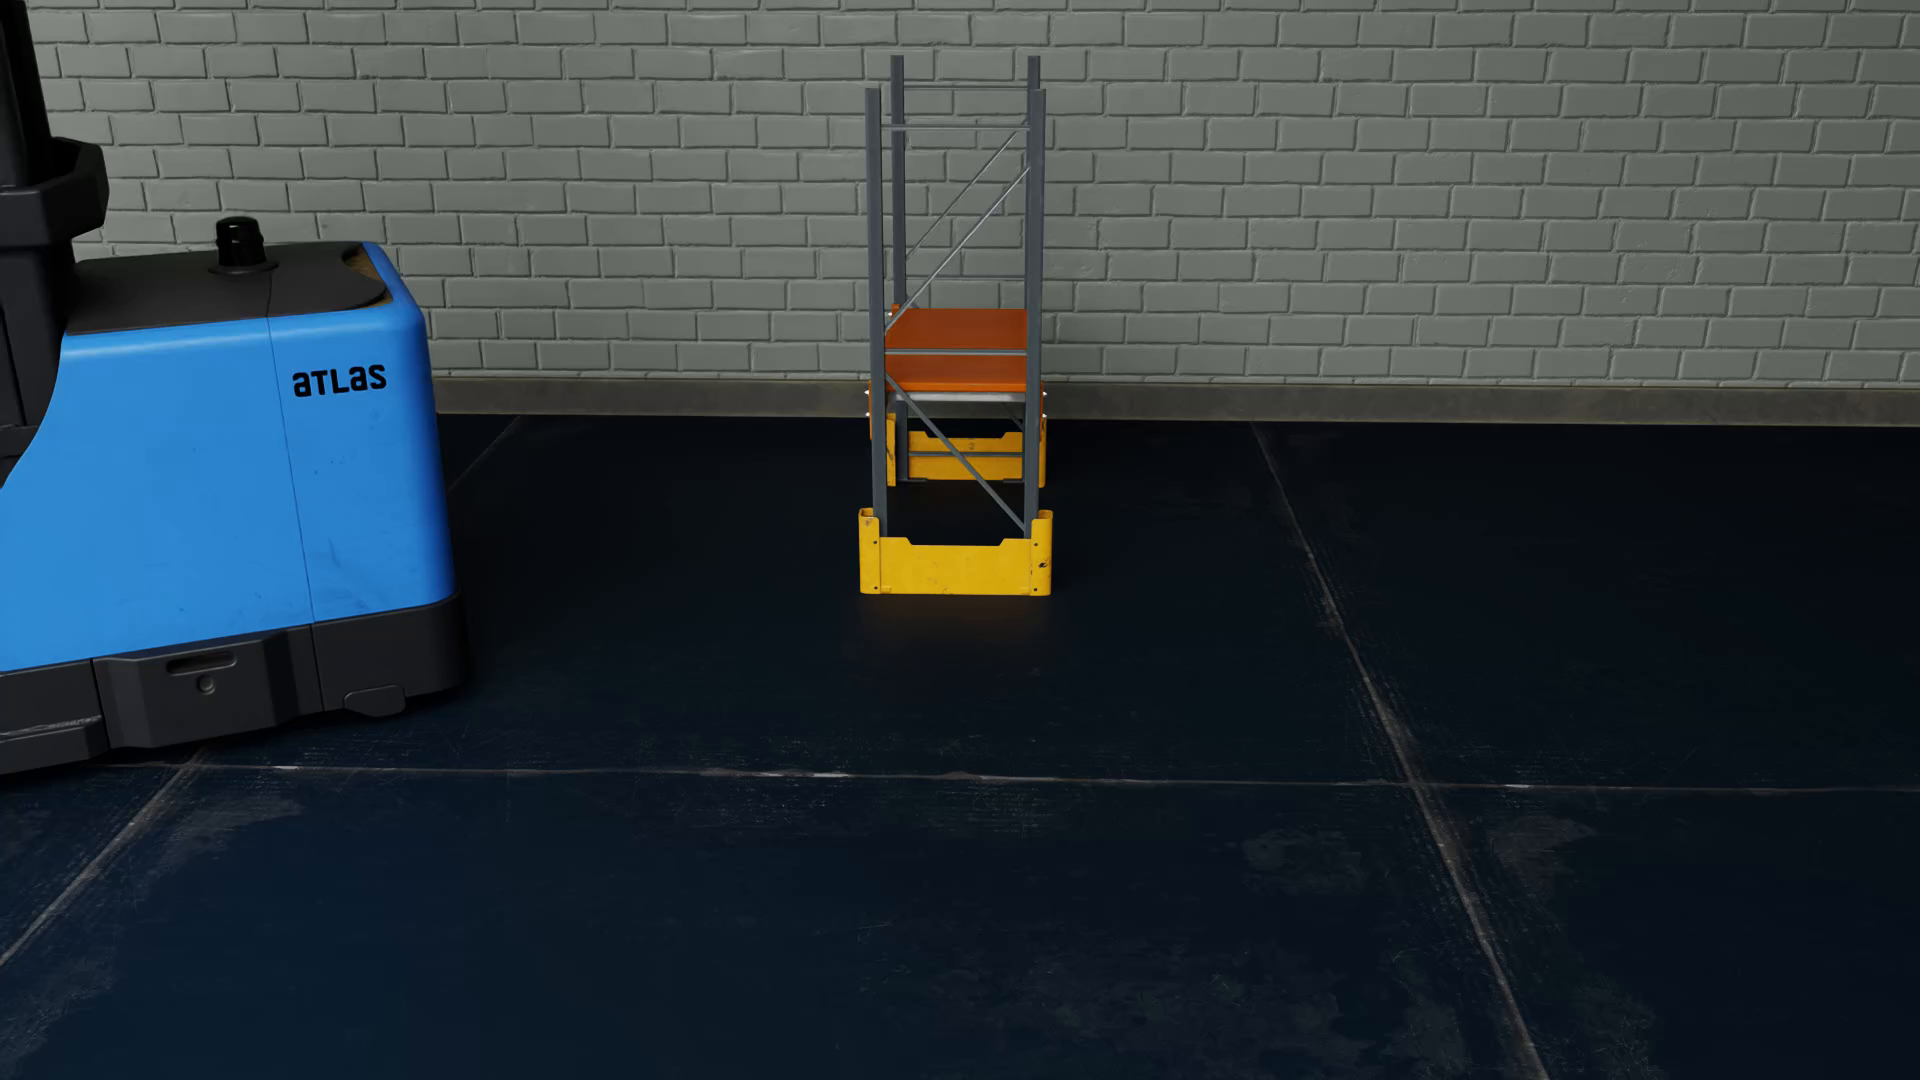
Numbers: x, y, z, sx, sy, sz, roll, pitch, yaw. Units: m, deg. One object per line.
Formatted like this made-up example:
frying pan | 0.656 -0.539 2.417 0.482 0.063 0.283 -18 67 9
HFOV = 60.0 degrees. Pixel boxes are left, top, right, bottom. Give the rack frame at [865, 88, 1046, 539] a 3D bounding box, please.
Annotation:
rack frame | -0.013 -0.546 4.863 0.500 1.500 0.032 1 21 2

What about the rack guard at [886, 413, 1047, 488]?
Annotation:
rack guard | 0.017 -0.324 6.019 0.587 0.250 0.087 1 21 2

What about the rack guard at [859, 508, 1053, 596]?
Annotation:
rack guard | -0.013 0.036 5.091 0.587 0.250 0.087 1 21 2

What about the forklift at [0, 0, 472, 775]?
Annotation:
forklift | -2.859 -0.870 3.718 3.031 2.935 1.130 -9 23 -22

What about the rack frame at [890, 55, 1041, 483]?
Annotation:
rack frame | 0.018 -0.914 5.811 0.500 1.500 0.032 1 21 2

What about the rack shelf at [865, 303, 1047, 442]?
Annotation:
rack shelf | 0.003 -0.562 5.402 0.538 0.185 1.000 1 21 2

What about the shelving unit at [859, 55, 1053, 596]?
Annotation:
shelving unit | 0.002 -0.727 5.329 0.587 1.500 1.083 1 21 2
